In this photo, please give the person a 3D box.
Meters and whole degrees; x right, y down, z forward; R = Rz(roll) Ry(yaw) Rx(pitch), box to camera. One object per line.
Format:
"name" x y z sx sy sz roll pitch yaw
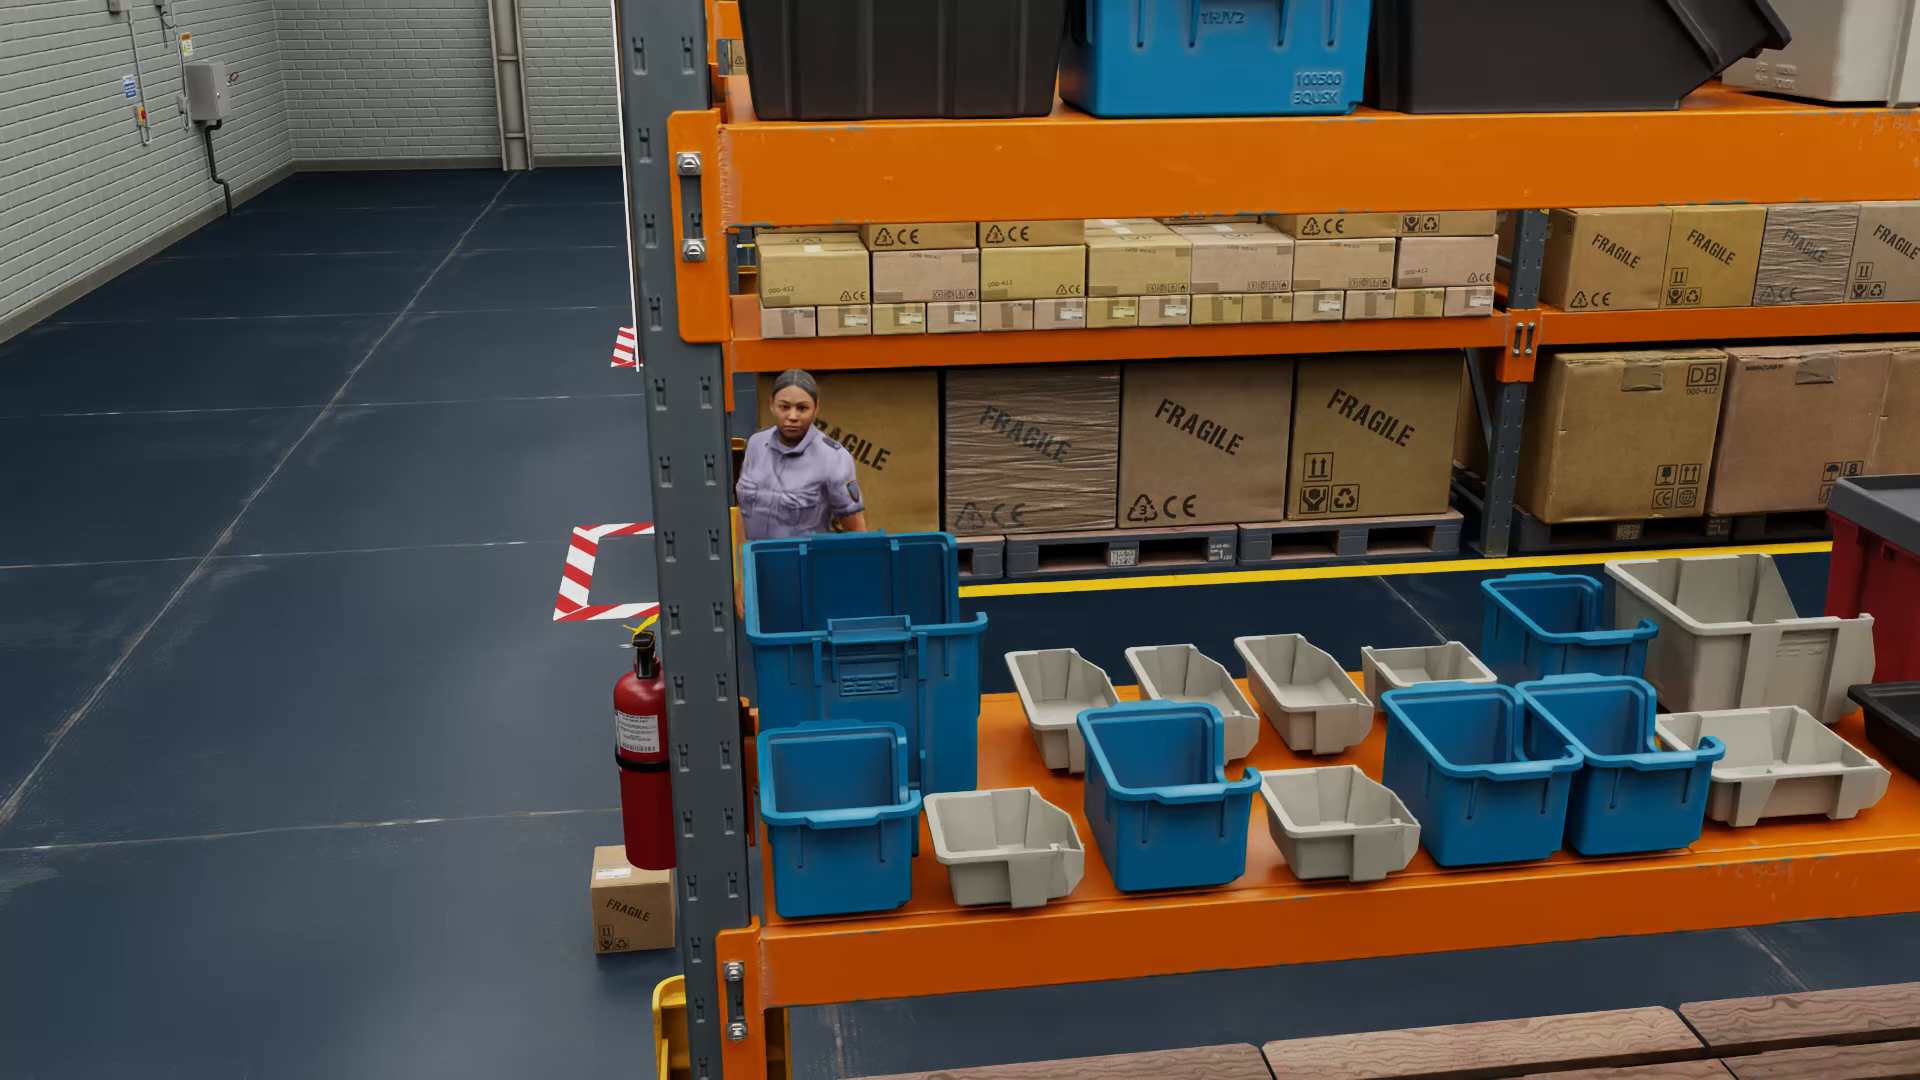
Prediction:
"person" -0.534 0.135 6.216 0.677 1.615 0.487 -19 27 -41
